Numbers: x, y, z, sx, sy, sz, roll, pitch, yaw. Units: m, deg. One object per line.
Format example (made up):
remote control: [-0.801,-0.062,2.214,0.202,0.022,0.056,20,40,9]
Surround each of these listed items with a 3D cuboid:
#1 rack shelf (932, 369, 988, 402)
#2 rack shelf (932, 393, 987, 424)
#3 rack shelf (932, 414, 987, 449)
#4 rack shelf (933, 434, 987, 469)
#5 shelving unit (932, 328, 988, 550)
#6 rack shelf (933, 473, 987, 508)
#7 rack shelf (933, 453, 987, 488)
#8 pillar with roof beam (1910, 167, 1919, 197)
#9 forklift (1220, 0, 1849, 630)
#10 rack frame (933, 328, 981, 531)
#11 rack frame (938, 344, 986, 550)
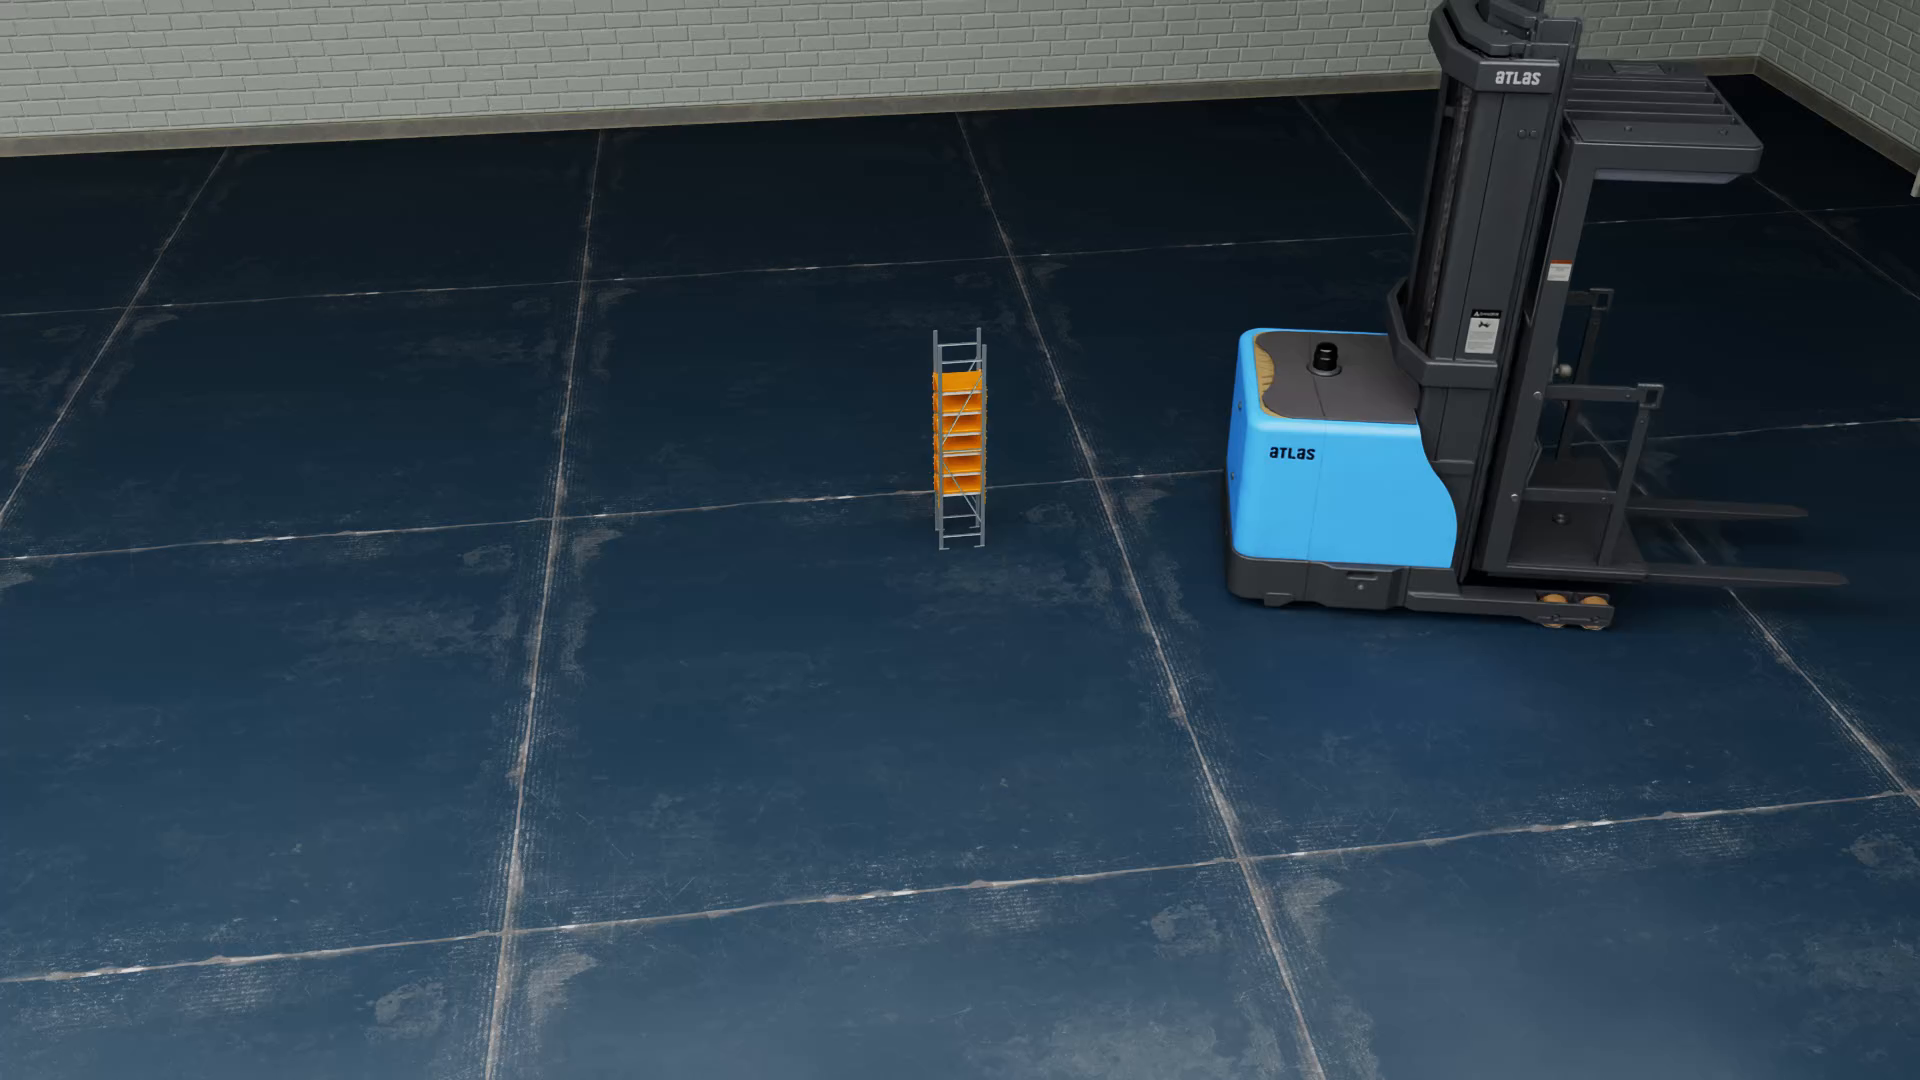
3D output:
rack shelf: [-0.002,-0.765,8.375,0.258,0.103,0.180,-4,35,-6]
rack shelf: [-0.002,-0.665,8.442,0.258,0.103,0.180,-4,35,-6]
rack shelf: [-0.002,-0.566,8.510,0.258,0.103,0.180,-4,35,-6]
rack shelf: [-0.002,-0.467,8.578,0.258,0.103,0.180,-4,35,-6]
shelving unit: [-0.002,-0.504,8.553,0.258,1.200,0.189,-4,35,-6]
rack shelf: [-0.002,-0.269,8.713,0.258,0.103,0.180,-4,35,-6]
rack shelf: [-0.002,-0.368,8.645,0.258,0.103,0.180,-4,35,-6]
pillar with roof beam: [3.213,-5.953,9.623,9.100,9.000,0.400,-4,35,-6]
forklift: [2.896,-1.080,7.861,3.031,2.935,1.130,3,34,4]
rack frame: [-0.014,-0.555,8.628,0.240,1.200,0.006,-4,35,-6]
rack frame: [0.010,-0.453,8.478,0.240,1.200,0.006,-4,35,-6]
